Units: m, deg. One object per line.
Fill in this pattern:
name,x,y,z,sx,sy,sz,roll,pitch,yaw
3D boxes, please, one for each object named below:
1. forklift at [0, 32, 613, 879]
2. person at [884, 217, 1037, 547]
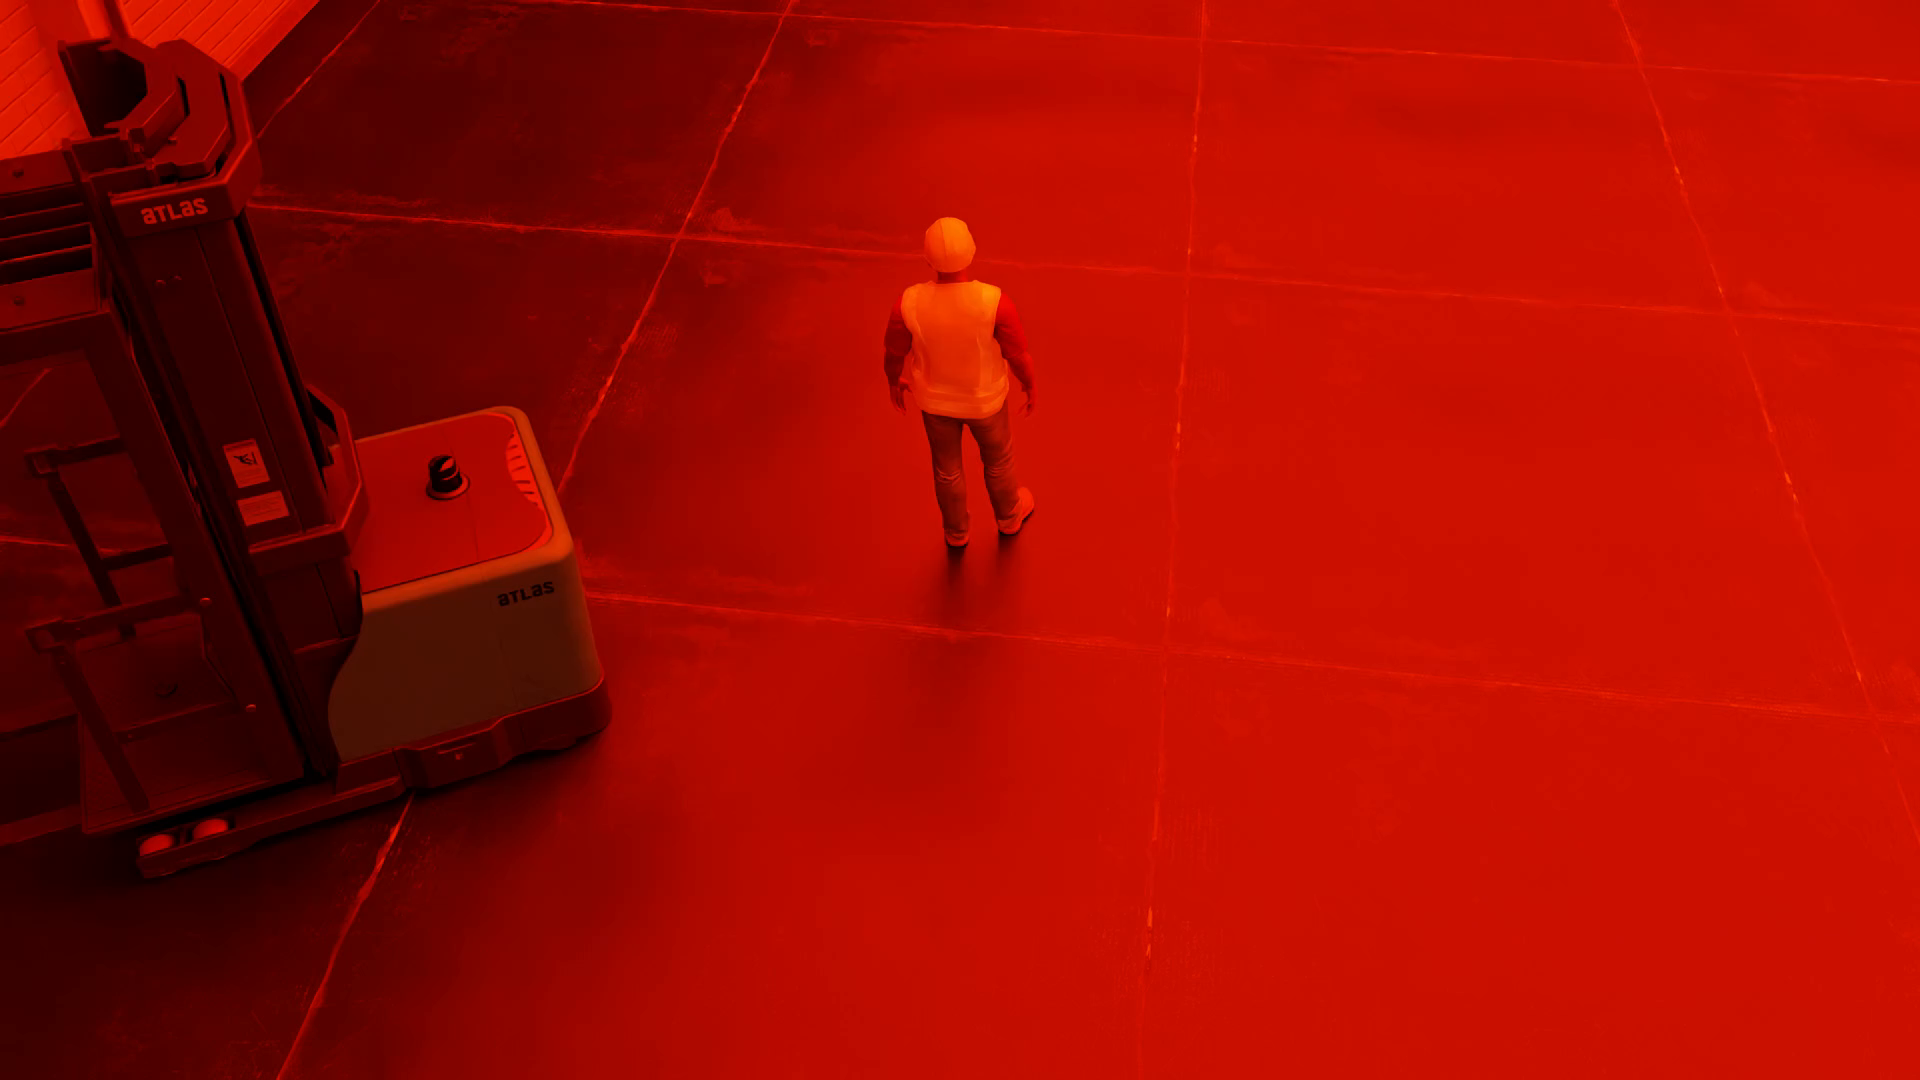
forklift,-3.027,-0.183,5.924,3.031,2.935,1.130,-16,45,-17
person,0.015,-0.701,7.338,0.666,1.765,0.577,5,43,6
